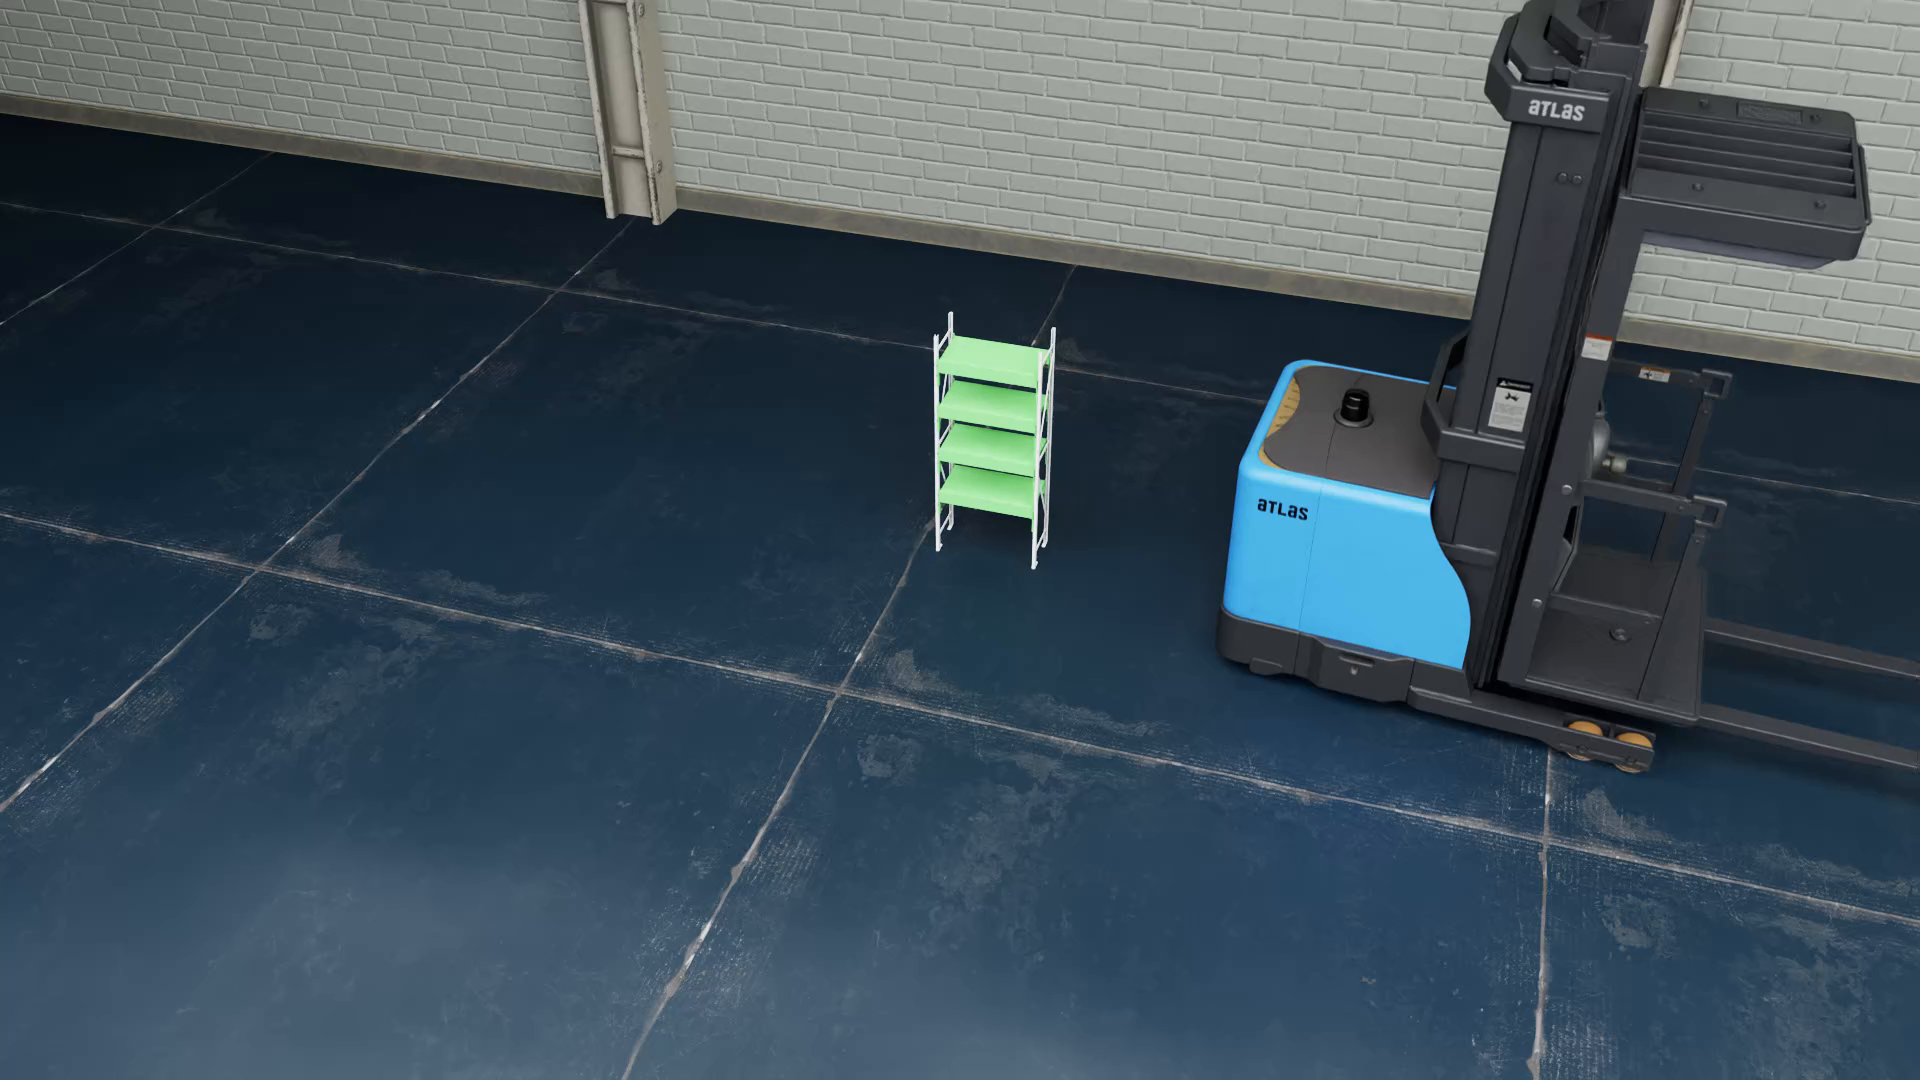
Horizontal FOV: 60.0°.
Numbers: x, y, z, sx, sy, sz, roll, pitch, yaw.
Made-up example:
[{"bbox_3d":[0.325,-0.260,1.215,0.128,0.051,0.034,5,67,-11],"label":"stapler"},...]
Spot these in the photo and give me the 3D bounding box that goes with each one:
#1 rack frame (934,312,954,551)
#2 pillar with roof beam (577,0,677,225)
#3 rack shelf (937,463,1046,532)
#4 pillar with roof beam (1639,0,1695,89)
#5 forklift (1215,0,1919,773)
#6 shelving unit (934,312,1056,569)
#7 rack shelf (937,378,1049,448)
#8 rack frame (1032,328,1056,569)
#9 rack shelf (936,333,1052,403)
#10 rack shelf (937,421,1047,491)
[{"bbox_3d":[-0.075,-0.497,7.913,0.015,1.200,0.240,10,38,14],"label":"rack frame"},{"bbox_3d":[-3.433,-3.414,5.297,0.400,9.000,9.100,10,38,14],"label":"pillar with roof beam"},{"bbox_3d":[0.158,-0.209,8.035,0.480,0.148,0.258,10,38,14],"label":"rack shelf"},{"bbox_3d":[2.294,-2.353,3.856,0.400,9.000,9.100,10,38,14],"label":"pillar with roof beam"},{"bbox_3d":[2.717,-0.570,6.552,3.031,2.935,1.130,13,38,17],"label":"forklift"},{"bbox_3d":[0.158,-0.454,7.855,0.503,1.200,0.258,10,38,14],"label":"shelving unit"},{"bbox_3d":[0.158,-0.596,7.750,0.480,0.148,0.258,10,38,14],"label":"rack shelf"},{"bbox_3d":[0.391,-0.411,7.796,0.015,1.200,0.240,10,38,14],"label":"rack frame"},{"bbox_3d":[0.158,-0.789,7.608,0.480,0.148,0.258,10,38,14],"label":"rack shelf"},{"bbox_3d":[0.158,-0.403,7.892,0.480,0.148,0.258,10,38,14],"label":"rack shelf"}]
